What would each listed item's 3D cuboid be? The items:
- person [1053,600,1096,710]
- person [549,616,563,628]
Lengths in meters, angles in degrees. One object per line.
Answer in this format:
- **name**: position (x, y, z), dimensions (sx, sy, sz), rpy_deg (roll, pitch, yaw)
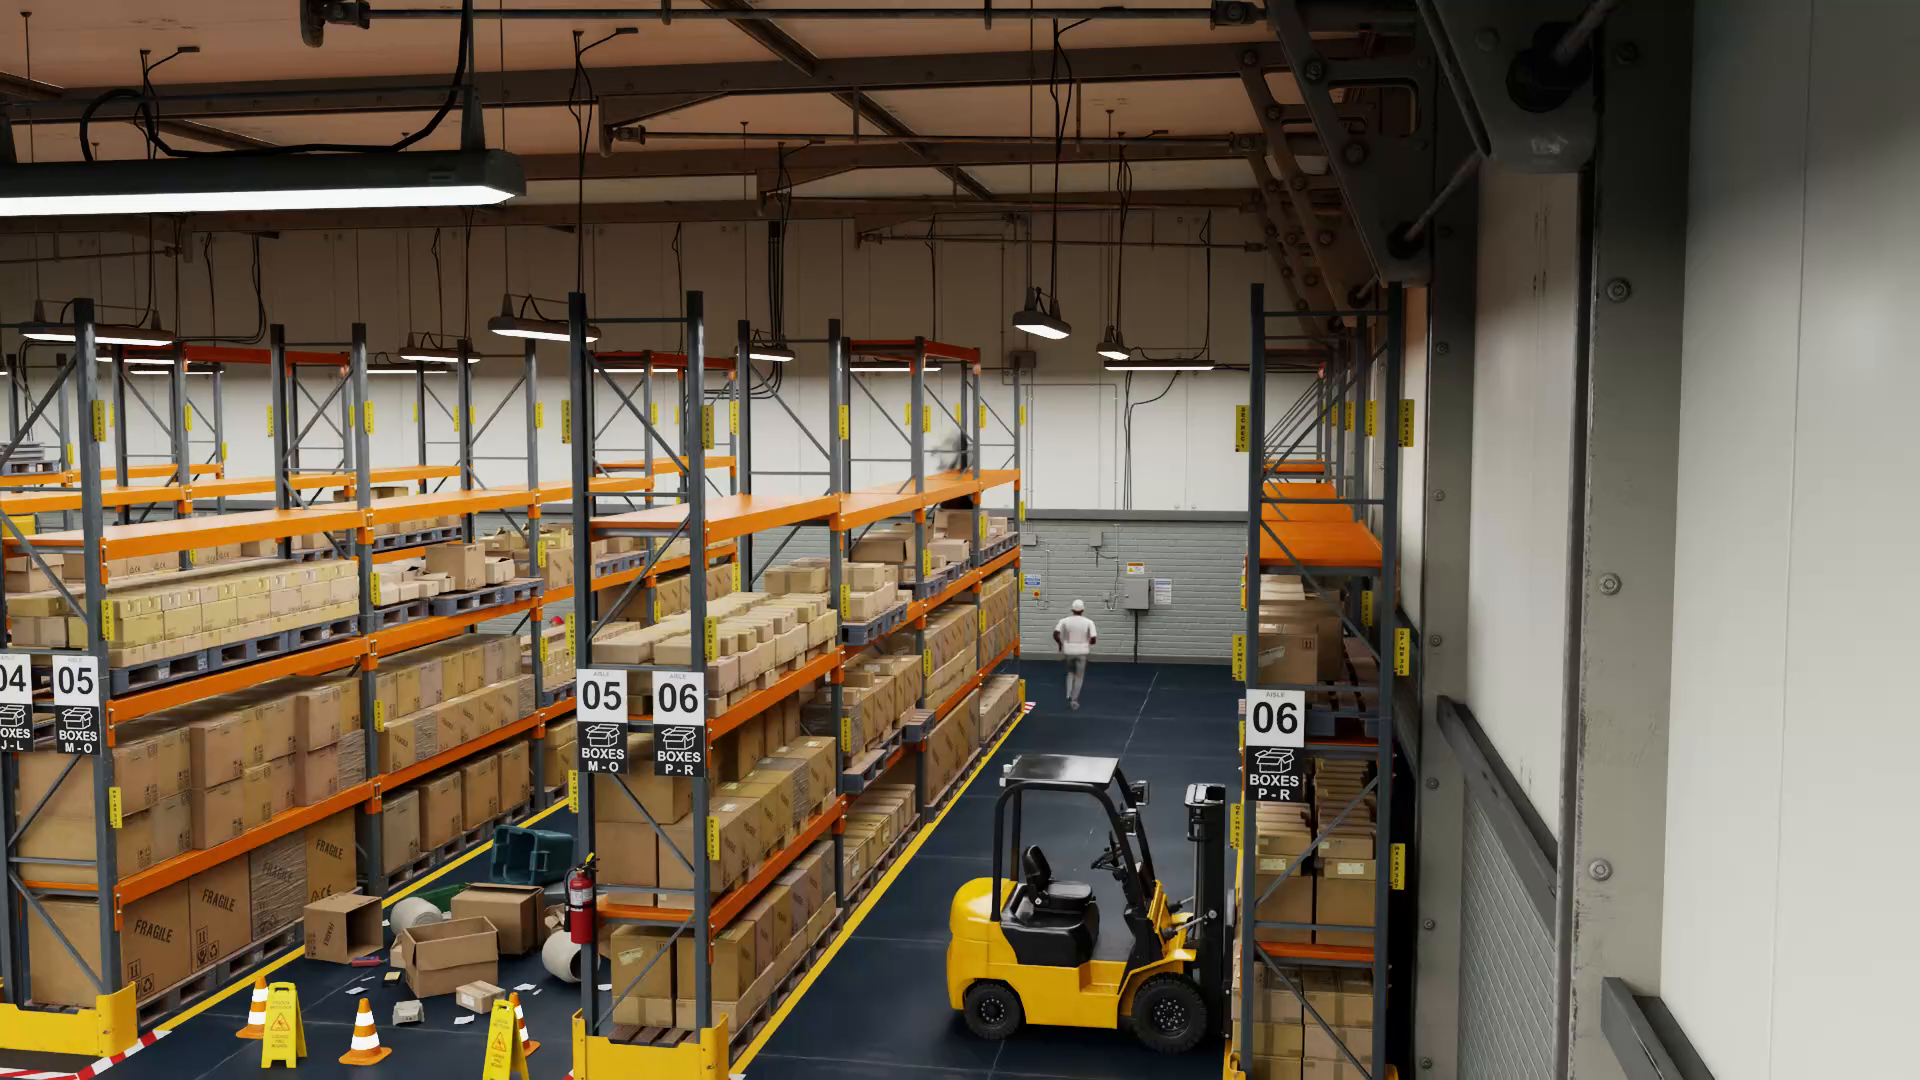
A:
- **person**: position (1.880, 1.860, 26.892), dimensions (0.672, 1.809, 0.661), rpy_deg (1, 5, 14)
- **person**: position (-6.555, 2.112, 27.128), dimensions (0.707, 1.740, 0.624), rpy_deg (1, 5, 14)
